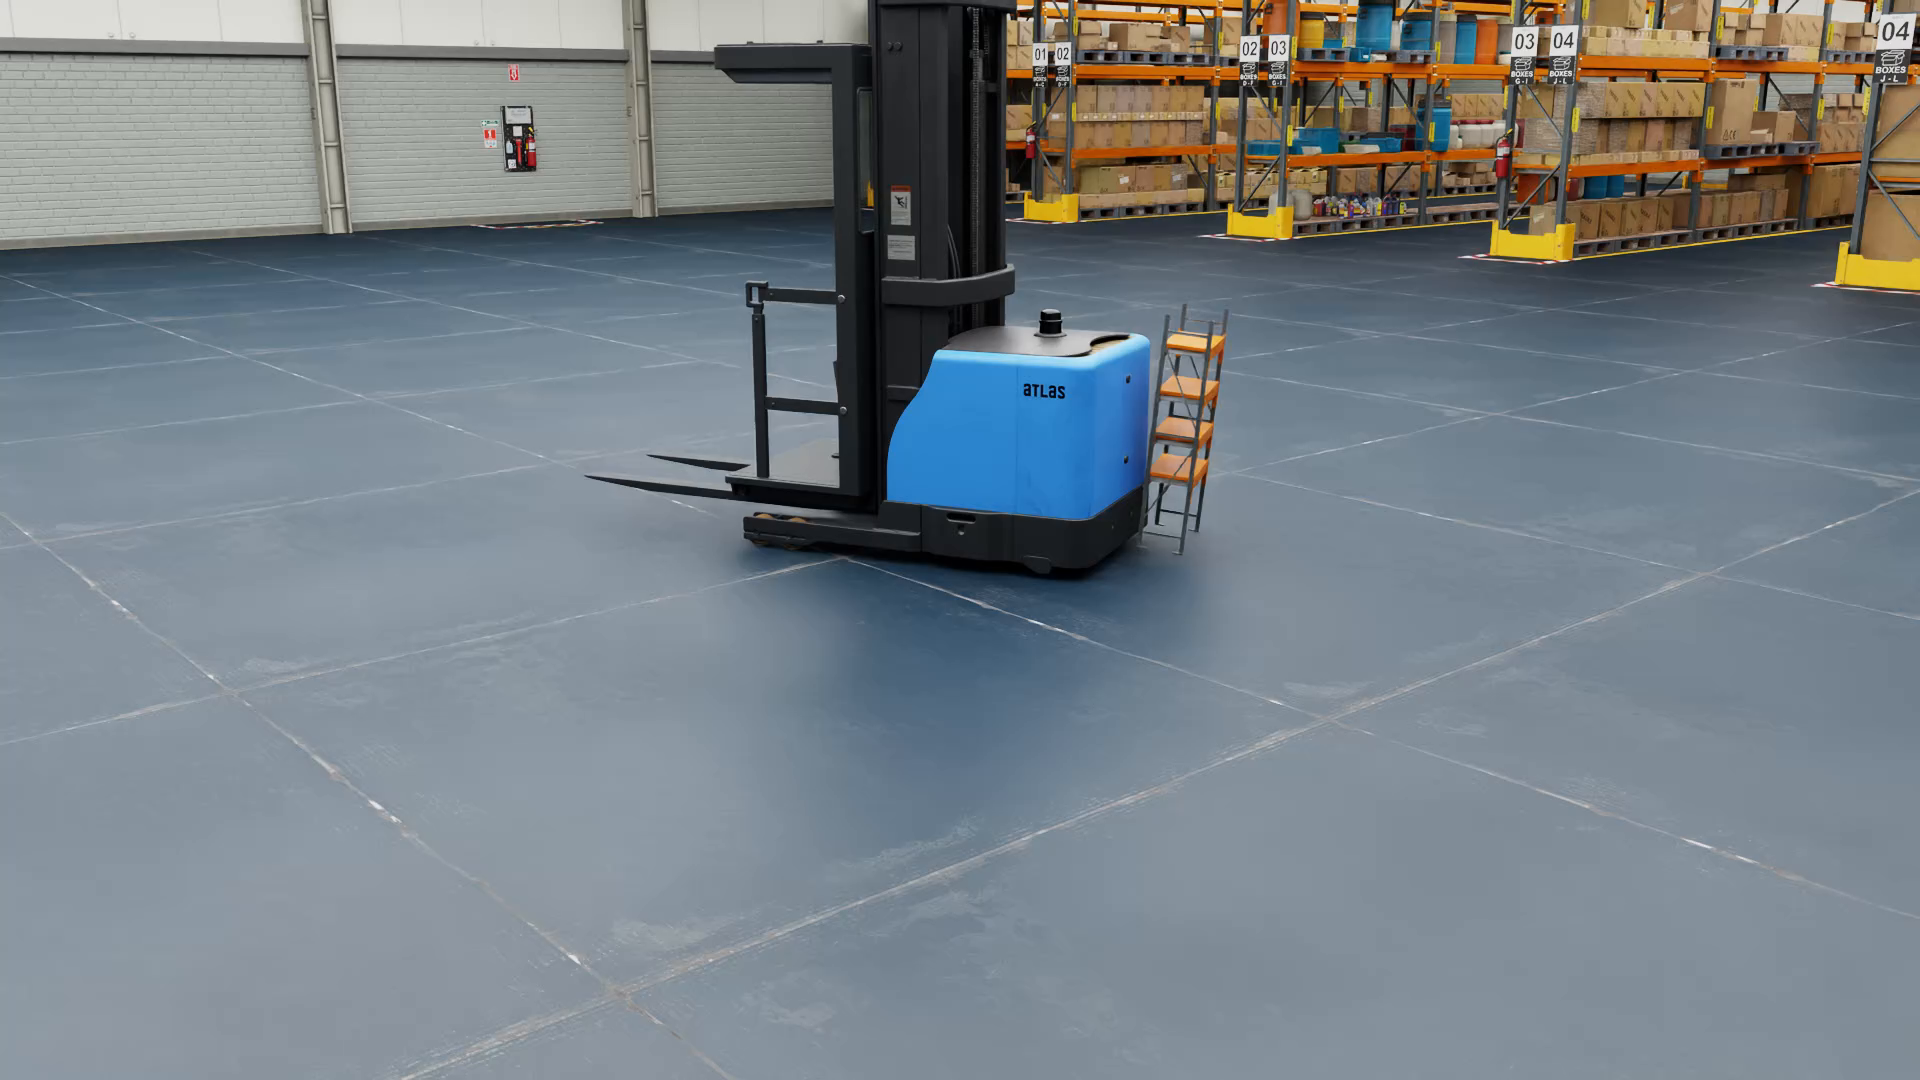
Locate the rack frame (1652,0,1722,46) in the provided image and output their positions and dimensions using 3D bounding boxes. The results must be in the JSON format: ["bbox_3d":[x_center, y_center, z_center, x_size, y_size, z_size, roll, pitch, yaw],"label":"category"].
[{"bbox_3d":[11.242,-9.123,25.467,0.127,3.000,1.000,-13,19,-39],"label":"rack frame"}]

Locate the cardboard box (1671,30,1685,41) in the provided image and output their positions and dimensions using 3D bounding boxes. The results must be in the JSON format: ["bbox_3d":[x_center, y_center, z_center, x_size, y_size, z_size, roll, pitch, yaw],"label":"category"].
[{"bbox_3d":[10.601,-7.544,24.886,0.250,0.149,0.380,-13,20,-41],"label":"cardboard box"}]

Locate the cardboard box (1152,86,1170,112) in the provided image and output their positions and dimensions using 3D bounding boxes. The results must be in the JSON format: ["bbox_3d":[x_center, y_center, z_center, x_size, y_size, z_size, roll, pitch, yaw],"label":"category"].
[{"bbox_3d":[3.653,-8.582,32.358,0.500,0.500,0.700,-13,20,-39],"label":"cardboard box"}]

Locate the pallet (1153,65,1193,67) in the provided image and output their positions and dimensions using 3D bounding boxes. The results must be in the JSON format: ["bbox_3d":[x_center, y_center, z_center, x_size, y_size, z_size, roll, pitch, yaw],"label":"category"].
[{"bbox_3d":[4.956,-11.272,39.692,1.003,0.211,1.213,-12,19,-37],"label":"pallet"}]

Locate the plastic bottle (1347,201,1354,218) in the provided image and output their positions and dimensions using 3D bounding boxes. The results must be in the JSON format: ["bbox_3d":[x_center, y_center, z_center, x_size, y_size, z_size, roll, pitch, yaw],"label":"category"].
[{"bbox_3d":[6.728,-5.693,28.661,0.133,0.283,0.061,-12,19,-38],"label":"plastic bottle"}]

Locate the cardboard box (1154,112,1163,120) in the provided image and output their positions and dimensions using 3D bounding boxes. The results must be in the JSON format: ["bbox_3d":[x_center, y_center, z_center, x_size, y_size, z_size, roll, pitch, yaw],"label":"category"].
[{"bbox_3d":[3.719,-8.213,32.234,0.250,0.149,0.380,-12,19,-38],"label":"cardboard box"}]

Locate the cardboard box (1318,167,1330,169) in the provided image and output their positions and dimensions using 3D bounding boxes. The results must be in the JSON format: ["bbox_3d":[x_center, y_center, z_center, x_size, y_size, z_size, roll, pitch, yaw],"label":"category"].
[{"bbox_3d":[8.311,-8.040,37.030,0.500,0.500,0.500,-12,19,-37],"label":"cardboard box"}]

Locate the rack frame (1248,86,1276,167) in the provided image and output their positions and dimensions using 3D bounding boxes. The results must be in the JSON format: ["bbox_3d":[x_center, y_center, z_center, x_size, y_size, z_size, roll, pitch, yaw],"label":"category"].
[{"bbox_3d":[7.523,-10.473,42.145,0.127,3.000,1.000,-13,19,-39],"label":"rack frame"}]

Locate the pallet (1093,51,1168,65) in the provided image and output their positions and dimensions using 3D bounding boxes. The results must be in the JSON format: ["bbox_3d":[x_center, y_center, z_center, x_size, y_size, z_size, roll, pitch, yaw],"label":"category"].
[{"bbox_3d":[3.196,-9.205,31.758,1.213,0.211,1.003,-13,19,-39],"label":"pallet"}]

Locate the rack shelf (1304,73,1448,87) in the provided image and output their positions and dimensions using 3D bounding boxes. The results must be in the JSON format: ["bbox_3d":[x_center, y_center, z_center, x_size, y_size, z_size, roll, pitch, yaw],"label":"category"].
[{"bbox_3d":[9.268,-10.272,36.974,4.000,0.370,1.077,-13,19,-39],"label":"rack shelf"}]

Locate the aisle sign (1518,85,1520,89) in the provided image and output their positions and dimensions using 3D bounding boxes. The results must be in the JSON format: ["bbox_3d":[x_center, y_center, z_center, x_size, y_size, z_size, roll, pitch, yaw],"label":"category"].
[{"bbox_3d":[13.653,-11.511,40.995,0.004,0.787,0.394,-13,19,-39],"label":"aisle sign"}]

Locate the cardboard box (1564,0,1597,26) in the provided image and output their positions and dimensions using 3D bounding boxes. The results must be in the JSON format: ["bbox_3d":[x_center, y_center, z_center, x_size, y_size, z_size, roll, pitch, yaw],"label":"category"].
[{"bbox_3d":[9.228,-7.742,24.368,0.500,0.500,0.500,-13,19,-39],"label":"cardboard box"}]

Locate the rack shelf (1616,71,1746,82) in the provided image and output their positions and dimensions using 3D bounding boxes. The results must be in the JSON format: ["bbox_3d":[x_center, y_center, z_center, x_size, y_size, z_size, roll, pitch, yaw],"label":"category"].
[{"bbox_3d":[15.535,-9.984,35.898,4.000,0.370,1.077,-13,19,-39],"label":"rack shelf"}]

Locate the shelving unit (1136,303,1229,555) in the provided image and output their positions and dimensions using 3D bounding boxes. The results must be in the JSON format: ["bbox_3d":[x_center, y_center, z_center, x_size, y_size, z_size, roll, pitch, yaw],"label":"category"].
[{"bbox_3d":[1.146,-0.577,8.545,0.258,1.200,0.503,10,17,15],"label":"shelving unit"}]

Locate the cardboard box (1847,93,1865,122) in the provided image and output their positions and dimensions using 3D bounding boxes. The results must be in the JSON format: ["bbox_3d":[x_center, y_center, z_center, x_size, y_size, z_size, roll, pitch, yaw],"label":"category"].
[{"bbox_3d":[15.817,-7.781,29.929,0.637,0.503,0.797,-12,19,-38],"label":"cardboard box"}]

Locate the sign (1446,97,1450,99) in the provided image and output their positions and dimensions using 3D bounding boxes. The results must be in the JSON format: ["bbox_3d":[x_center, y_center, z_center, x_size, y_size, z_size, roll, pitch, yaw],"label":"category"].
[{"bbox_3d":[11.144,-9.961,37.985,0.005,0.325,0.100,-13,19,-39],"label":"sign"}]

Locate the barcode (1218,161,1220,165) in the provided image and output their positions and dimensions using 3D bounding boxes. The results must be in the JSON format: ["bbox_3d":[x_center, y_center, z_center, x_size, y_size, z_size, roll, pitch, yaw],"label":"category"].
[{"bbox_3d":[5.208,-7.585,33.463,0.075,0.075,0.001,-13,19,-39],"label":"barcode"}]

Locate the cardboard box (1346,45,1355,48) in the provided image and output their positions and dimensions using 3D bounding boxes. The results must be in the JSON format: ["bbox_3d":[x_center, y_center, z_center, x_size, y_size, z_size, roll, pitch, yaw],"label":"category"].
[{"bbox_3d":[8.067,-10.409,35.901,0.500,0.500,0.910,-13,19,-39],"label":"cardboard box"}]

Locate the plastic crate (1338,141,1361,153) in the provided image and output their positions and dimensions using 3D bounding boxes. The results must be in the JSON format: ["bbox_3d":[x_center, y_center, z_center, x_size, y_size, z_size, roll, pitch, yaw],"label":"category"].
[{"bbox_3d":[6.781,-6.911,29.223,0.662,0.188,0.450,-13,19,-39],"label":"plastic crate"}]

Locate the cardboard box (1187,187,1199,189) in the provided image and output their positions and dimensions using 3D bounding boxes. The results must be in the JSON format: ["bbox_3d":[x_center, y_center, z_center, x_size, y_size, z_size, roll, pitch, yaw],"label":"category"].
[{"bbox_3d":[4.865,-7.155,34.238,0.500,0.250,0.500,-13,20,-40],"label":"cardboard box"}]

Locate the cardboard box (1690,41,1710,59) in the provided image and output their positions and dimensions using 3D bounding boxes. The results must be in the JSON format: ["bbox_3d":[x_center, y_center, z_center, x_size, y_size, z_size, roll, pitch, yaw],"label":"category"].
[{"bbox_3d":[11.070,-7.473,25.394,0.500,0.250,0.500,-12,19,-37],"label":"cardboard box"}]

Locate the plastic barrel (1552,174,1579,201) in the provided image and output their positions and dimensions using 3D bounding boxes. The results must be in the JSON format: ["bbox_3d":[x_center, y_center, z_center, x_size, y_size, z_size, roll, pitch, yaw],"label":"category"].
[{"bbox_3d":[12.218,-7.182,33.683,0.708,0.588,0.600,-13,19,-39],"label":"plastic barrel"}]

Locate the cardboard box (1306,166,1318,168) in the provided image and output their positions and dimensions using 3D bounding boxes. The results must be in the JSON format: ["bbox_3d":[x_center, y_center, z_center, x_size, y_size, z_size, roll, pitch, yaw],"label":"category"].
[{"bbox_3d":[8.924,-9.746,43.453,0.500,0.500,0.700,-12,19,-38],"label":"cardboard box"}]

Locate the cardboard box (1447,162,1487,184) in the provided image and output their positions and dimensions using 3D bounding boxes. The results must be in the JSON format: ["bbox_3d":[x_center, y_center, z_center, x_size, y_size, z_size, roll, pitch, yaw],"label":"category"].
[{"bbox_3d":[12.191,-8.835,39.997,0.637,0.503,0.797,-13,19,-39],"label":"cardboard box"}]

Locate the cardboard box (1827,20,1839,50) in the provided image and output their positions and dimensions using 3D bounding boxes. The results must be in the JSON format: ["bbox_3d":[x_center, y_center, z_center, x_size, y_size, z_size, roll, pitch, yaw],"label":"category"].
[{"bbox_3d":[14.673,-8.722,28.762,0.637,0.503,0.797,-11,19,-36],"label":"cardboard box"}]

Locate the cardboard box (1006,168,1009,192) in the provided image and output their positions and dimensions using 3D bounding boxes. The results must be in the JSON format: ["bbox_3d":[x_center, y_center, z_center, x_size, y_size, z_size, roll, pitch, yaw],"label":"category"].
[{"bbox_3d":[0.731,-7.939,36.650,0.500,0.500,0.500,14,21,43],"label":"cardboard box"}]

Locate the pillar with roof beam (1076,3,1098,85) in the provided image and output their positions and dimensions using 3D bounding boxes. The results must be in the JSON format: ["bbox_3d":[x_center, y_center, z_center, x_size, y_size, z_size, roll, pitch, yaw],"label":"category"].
[{"bbox_3d":[5.782,-11.804,35.502,0.400,9.000,9.100,-13,19,-39],"label":"pillar with roof beam"}]

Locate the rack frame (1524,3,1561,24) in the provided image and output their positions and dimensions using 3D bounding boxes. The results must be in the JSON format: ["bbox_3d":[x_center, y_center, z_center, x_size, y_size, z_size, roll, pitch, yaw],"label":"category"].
[{"bbox_3d":[11.008,-10.765,31.613,0.127,3.000,1.000,-13,19,-39],"label":"rack frame"}]

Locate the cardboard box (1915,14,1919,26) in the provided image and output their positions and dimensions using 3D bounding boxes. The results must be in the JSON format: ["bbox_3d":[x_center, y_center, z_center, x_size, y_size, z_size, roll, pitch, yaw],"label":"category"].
[{"bbox_3d":[11.433,-6.266,20.061,0.250,0.149,0.380,-13,20,-39],"label":"cardboard box"}]

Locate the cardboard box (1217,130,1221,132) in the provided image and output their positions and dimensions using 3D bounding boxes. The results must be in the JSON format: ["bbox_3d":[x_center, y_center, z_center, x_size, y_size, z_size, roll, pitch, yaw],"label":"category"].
[{"bbox_3d":[6.258,-9.999,40.820,0.250,0.149,0.380,-12,19,-38],"label":"cardboard box"}]

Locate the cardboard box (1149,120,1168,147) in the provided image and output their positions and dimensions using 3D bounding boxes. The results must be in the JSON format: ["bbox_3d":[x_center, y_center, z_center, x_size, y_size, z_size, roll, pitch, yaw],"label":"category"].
[{"bbox_3d":[3.637,-7.951,32.510,0.500,0.500,0.700,-12,19,-39],"label":"cardboard box"}]

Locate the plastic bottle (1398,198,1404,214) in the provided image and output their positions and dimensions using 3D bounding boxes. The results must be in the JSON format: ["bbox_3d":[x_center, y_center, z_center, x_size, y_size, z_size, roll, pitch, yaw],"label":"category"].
[{"bbox_3d":[7.844,-5.943,29.599,0.133,0.283,0.061,-11,19,-37],"label":"plastic bottle"}]

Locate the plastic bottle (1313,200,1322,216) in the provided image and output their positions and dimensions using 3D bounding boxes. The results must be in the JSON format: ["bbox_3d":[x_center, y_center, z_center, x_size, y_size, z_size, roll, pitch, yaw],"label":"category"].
[{"bbox_3d":[6.279,-5.842,29.233,0.135,0.276,0.152,-12,19,-39],"label":"plastic bottle"}]

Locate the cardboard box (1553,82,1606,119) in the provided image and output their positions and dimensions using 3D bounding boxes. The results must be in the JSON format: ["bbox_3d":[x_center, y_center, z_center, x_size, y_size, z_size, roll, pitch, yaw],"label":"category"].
[{"bbox_3d":[8.818,-6.262,23.674,0.500,0.500,0.500,-13,19,-39],"label":"cardboard box"}]

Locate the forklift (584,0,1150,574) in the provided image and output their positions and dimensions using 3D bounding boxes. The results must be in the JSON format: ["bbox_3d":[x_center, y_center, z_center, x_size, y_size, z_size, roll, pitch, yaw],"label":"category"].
[{"bbox_3d":[-0.571,-1.481,8.615,3.031,2.935,1.130,6,16,23],"label":"forklift"}]

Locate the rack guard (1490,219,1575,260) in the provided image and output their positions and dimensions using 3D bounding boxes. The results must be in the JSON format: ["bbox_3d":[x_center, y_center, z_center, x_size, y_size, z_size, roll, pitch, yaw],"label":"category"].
[{"bbox_3d":[8.282,-4.352,24.075,0.348,0.500,1.175,-13,19,-39],"label":"rack guard"}]

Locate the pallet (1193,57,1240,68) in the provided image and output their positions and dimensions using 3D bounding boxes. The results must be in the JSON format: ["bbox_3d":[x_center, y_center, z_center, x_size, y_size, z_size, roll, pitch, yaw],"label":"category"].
[{"bbox_3d":[5.399,-9.662,33.670,1.217,0.209,0.805,-14,20,-42],"label":"pallet"}]

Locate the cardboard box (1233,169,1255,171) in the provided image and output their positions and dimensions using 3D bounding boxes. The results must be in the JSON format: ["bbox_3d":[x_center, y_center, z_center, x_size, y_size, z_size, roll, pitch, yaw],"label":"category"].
[{"bbox_3d":[6.007,-7.681,35.123,0.500,0.311,0.500,-13,20,-40],"label":"cardboard box"}]

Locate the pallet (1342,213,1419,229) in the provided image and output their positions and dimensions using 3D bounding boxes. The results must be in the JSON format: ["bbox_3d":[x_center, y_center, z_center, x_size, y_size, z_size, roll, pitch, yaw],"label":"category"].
[{"bbox_3d":[7.457,-5.736,29.815,1.213,0.211,1.003,-13,19,-39],"label":"pallet"}]

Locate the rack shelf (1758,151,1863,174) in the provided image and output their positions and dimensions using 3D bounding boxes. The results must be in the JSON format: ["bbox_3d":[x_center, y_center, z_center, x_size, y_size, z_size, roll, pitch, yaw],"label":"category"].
[{"bbox_3d":[15.768,-6.893,30.139,4.000,0.370,1.077,-13,19,-39],"label":"rack shelf"}]

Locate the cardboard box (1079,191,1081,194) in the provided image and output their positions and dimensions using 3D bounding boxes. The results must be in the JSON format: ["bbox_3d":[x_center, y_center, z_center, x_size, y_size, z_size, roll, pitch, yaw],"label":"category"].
[{"bbox_3d":[2.304,-6.586,32.108,0.500,0.250,0.500,-13,19,-39],"label":"cardboard box"}]

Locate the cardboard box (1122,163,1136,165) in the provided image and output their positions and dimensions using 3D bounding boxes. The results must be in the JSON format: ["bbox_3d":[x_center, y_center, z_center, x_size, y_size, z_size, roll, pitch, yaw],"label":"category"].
[{"bbox_3d":[3.432,-7.203,32.967,0.500,0.500,0.500,-13,19,-39],"label":"cardboard box"}]

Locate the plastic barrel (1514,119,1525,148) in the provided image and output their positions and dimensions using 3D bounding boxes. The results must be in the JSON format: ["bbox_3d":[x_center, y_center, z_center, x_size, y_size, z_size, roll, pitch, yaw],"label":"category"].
[{"bbox_3d":[10.857,-7.795,31.855,0.708,0.536,0.600,-13,19,-39],"label":"plastic barrel"}]

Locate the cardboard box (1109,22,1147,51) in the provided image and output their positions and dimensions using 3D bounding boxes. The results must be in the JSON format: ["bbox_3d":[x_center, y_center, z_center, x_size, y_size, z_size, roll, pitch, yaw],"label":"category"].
[{"bbox_3d":[3.157,-9.472,31.308,0.500,0.500,0.500,-13,19,-39],"label":"cardboard box"}]

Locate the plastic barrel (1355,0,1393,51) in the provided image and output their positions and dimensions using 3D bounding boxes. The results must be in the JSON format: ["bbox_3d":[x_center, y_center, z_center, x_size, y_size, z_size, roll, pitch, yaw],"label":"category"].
[{"bbox_3d":[7.170,-8.935,28.791,0.708,0.901,0.600,-13,19,-39],"label":"plastic barrel"}]

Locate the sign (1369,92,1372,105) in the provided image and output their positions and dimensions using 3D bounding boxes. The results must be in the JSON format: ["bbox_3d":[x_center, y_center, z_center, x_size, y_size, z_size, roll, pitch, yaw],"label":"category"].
[{"bbox_3d":[10.886,-11.716,44.097,0.005,0.325,0.100,-13,19,-39],"label":"sign"}]

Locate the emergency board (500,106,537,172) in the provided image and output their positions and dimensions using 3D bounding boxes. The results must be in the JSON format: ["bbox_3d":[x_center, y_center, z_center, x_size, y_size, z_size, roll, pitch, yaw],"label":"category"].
[{"bbox_3d":[-7.985,-7.299,30.264,0.643,1.169,0.194,-13,19,-39],"label":"emergency board"}]

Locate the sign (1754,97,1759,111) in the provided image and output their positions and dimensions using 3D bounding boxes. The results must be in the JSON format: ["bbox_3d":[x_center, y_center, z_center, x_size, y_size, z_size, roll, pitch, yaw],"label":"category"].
[{"bbox_3d":[13.893,-7.569,29.031,0.005,0.325,0.100,-13,19,-39],"label":"sign"}]

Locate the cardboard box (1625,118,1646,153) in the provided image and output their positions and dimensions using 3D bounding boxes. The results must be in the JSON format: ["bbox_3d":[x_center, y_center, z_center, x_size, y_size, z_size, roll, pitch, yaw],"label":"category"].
[{"bbox_3d":[9.746,-6.094,24.980,0.500,0.500,0.875,-13,19,-39],"label":"cardboard box"}]

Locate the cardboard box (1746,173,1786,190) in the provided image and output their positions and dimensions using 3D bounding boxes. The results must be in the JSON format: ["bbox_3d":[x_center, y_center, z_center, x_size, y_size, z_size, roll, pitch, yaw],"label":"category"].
[{"bbox_3d":[13.774,-6.150,28.500,0.500,0.250,0.500,-12,19,-37],"label":"cardboard box"}]

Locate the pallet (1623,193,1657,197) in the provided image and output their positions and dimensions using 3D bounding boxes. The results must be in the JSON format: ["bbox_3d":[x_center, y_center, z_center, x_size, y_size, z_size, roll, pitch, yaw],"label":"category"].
[{"bbox_3d":[14.555,-7.329,35.779,1.213,0.211,1.003,-13,19,-39],"label":"pallet"}]

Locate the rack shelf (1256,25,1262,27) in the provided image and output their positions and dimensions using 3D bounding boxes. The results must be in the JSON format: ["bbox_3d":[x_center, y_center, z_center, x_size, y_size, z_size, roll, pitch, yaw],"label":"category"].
[{"bbox_3d":[9.031,-13.169,42.783,4.000,0.370,1.077,-13,19,-39],"label":"rack shelf"}]

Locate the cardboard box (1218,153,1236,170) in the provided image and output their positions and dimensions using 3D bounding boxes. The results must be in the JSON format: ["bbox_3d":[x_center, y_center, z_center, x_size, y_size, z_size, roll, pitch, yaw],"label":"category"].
[{"bbox_3d":[6.449,-9.350,41.295,0.750,0.750,0.750,-12,19,-38],"label":"cardboard box"}]

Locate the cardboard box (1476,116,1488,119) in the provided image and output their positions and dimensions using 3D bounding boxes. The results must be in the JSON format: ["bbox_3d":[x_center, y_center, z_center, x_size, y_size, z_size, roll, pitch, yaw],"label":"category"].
[{"bbox_3d":[12.104,-9.762,39.291,0.500,0.500,0.500,-13,20,-40],"label":"cardboard box"}]
